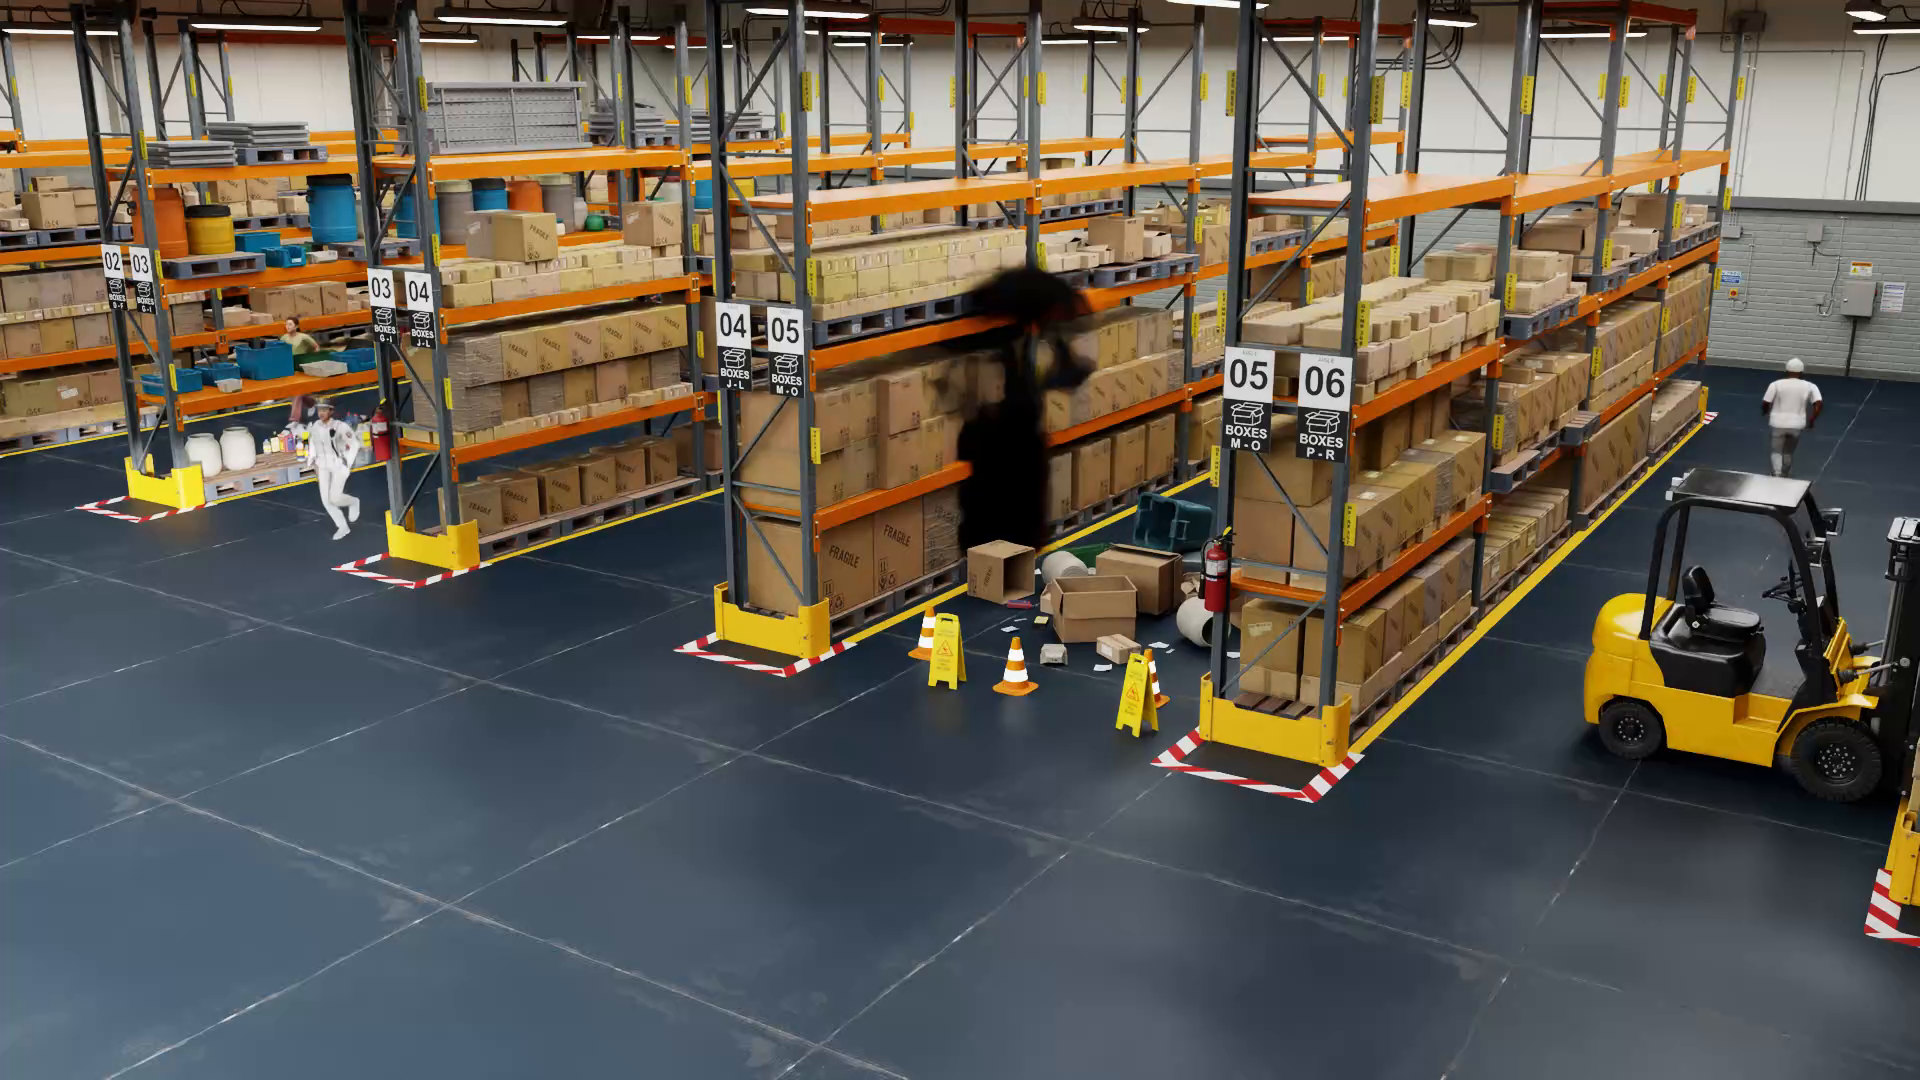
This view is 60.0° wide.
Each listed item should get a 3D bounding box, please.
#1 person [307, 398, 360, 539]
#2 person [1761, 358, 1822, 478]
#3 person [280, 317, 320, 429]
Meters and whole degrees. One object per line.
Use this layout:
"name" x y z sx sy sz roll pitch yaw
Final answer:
"person" -7.248 -0.847 19.238 0.613 1.660 0.568 4 16 13
"person" 10.533 -1.426 21.144 0.683 1.738 0.851 5 16 18
"person" -10.078 -2.581 25.325 0.592 1.655 0.904 3 16 11
